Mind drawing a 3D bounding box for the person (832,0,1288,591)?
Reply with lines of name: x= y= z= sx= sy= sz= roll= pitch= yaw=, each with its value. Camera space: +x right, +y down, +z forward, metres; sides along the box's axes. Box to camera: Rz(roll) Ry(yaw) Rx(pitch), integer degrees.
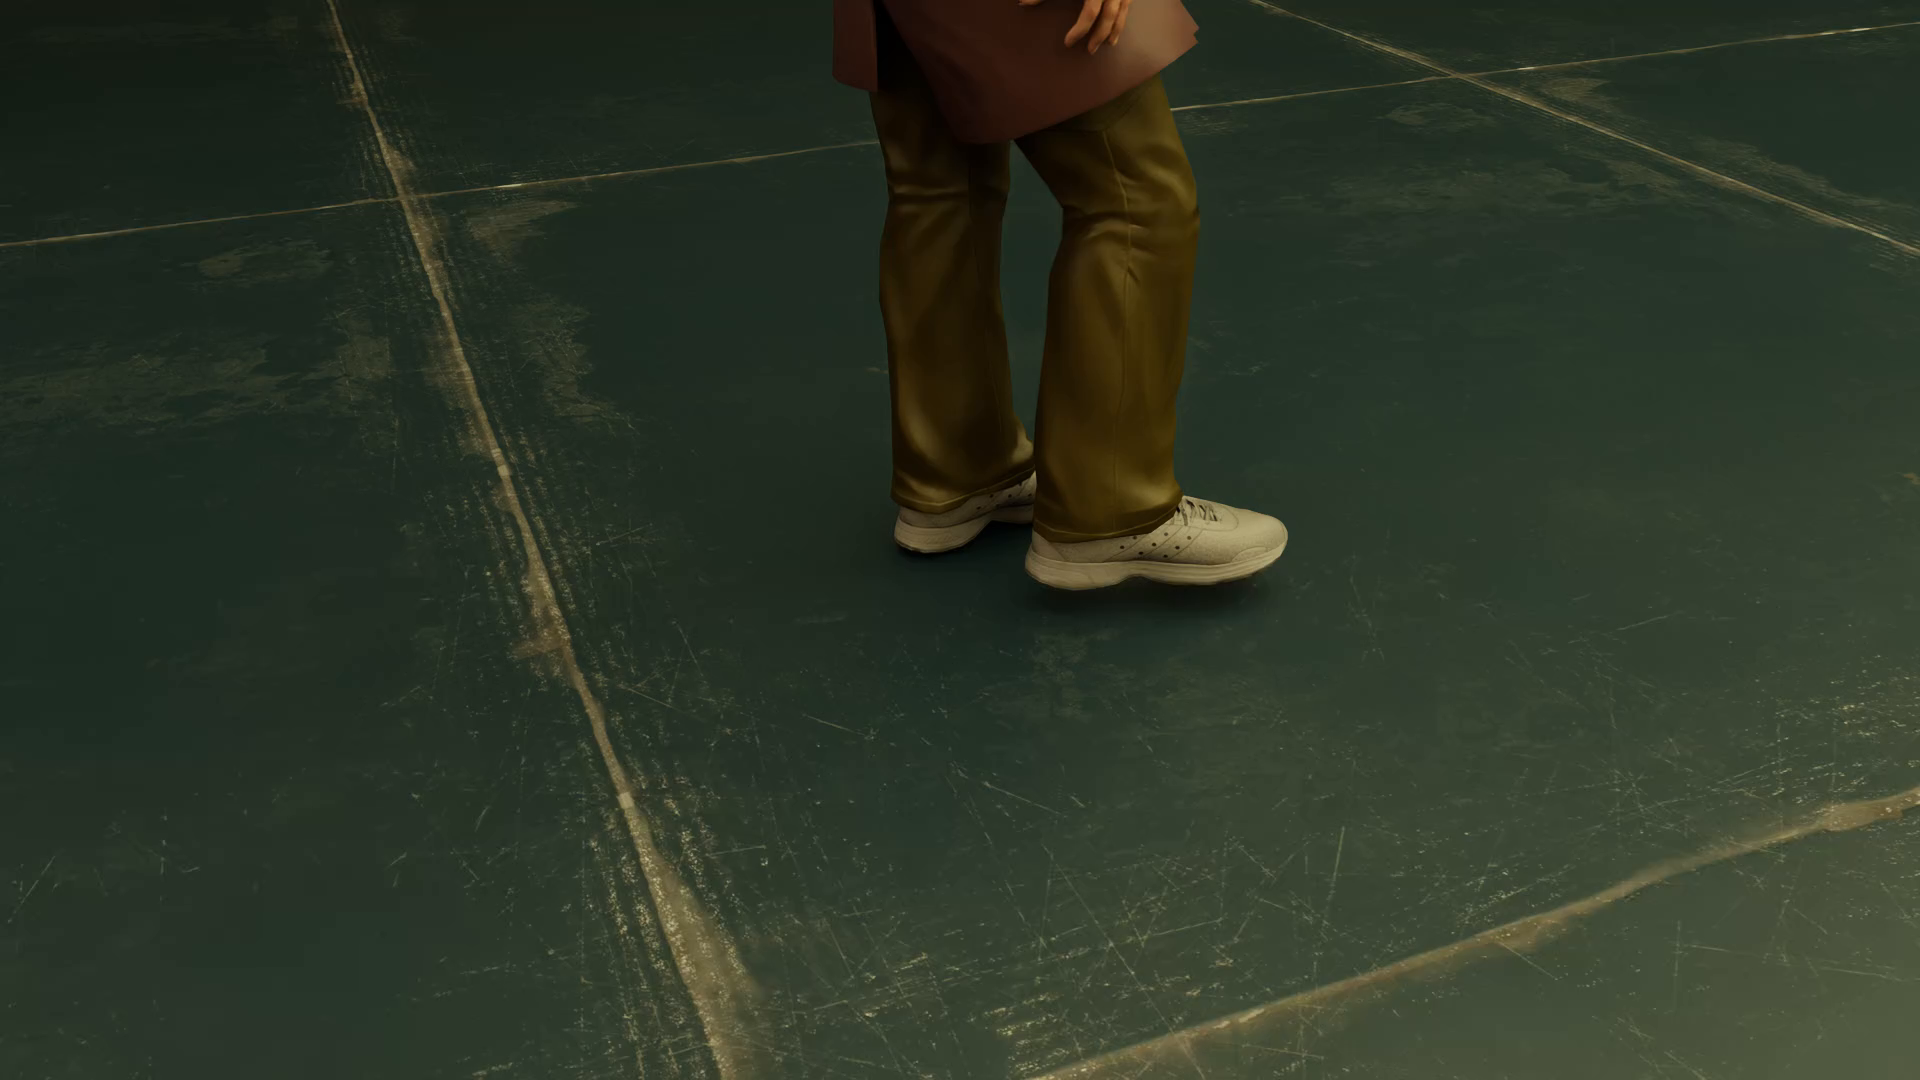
person: x=0.087 y=-0.794 z=2.084 sx=0.580 sy=1.777 sz=0.698 roll=-11 pitch=32 yaw=-19
